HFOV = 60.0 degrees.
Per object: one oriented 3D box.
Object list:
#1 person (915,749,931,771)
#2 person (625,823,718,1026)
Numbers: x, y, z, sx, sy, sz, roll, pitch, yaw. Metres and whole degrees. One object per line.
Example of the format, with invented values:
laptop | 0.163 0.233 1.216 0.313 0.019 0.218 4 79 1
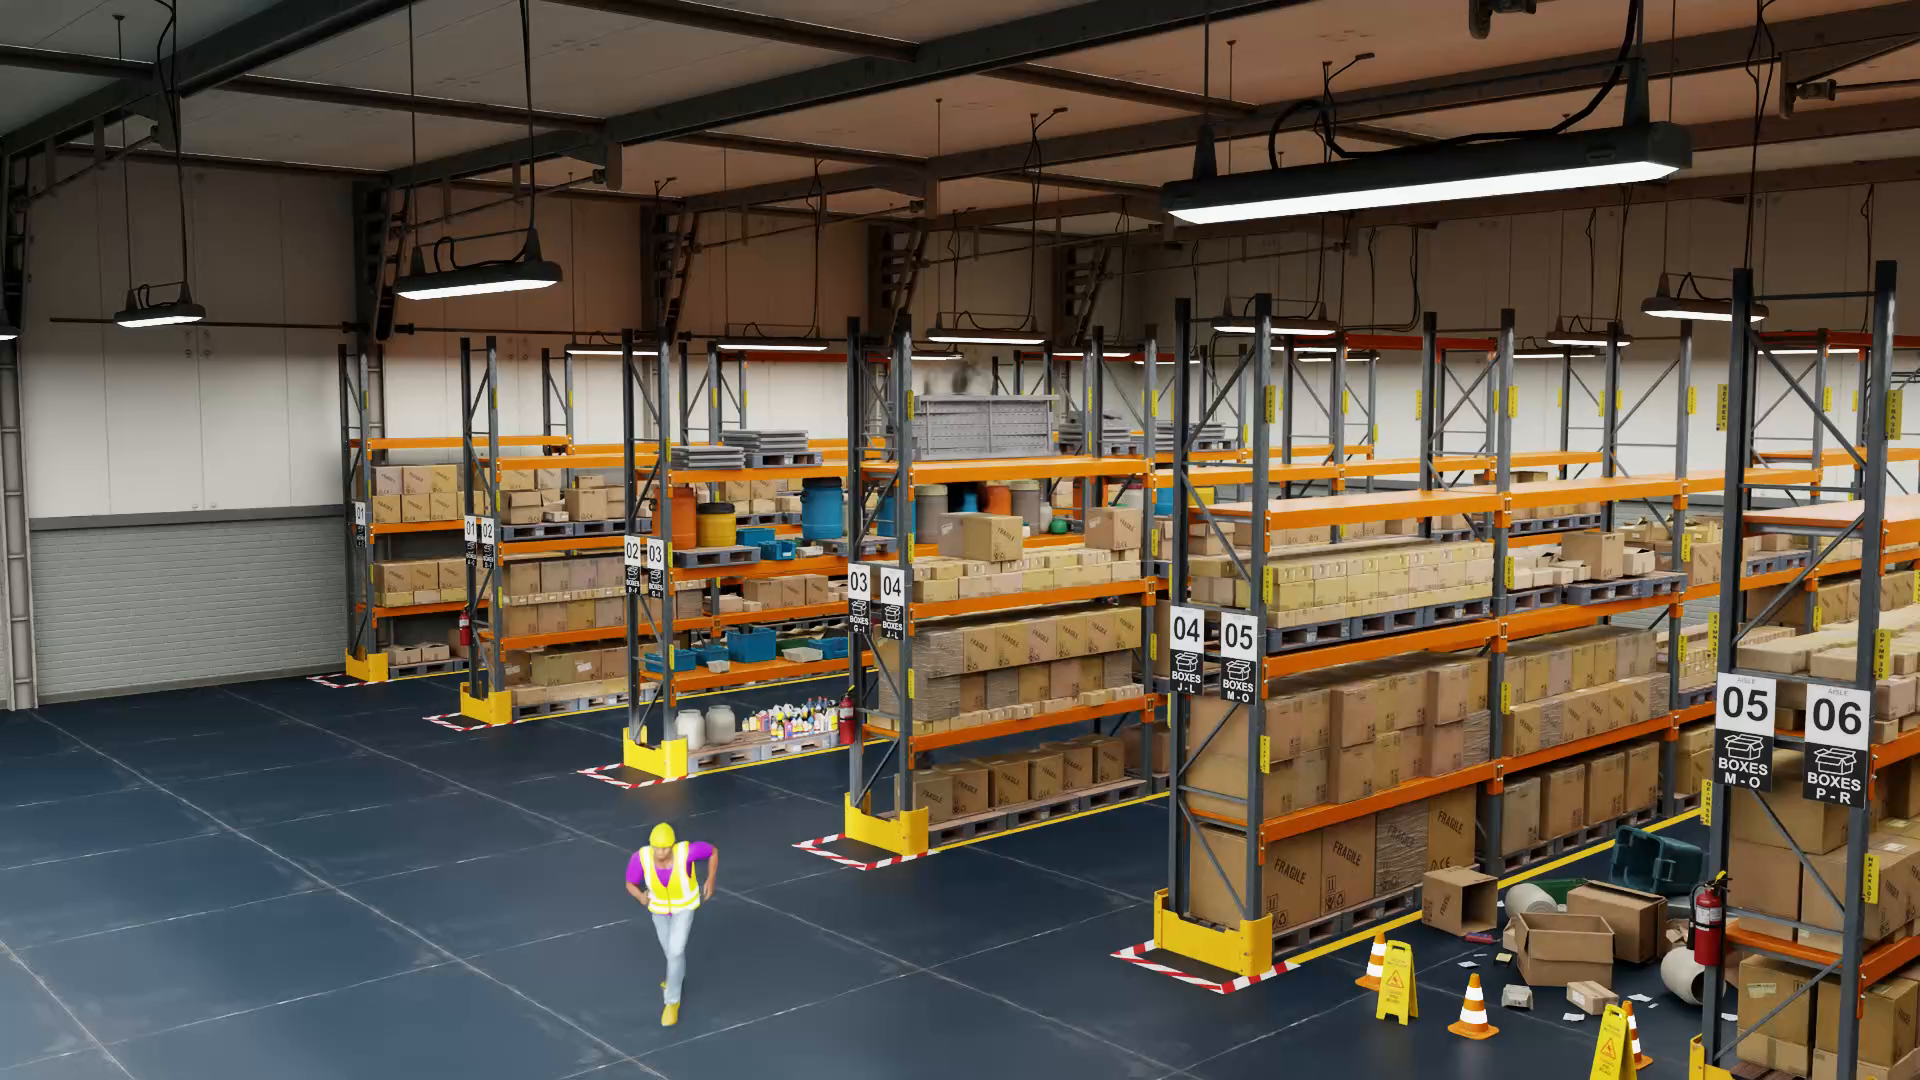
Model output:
person | -0.638 2.241 21.307 0.686 1.570 0.862 2 6 23
person | -2.387 3.121 13.868 0.745 1.716 1.031 0 5 0
